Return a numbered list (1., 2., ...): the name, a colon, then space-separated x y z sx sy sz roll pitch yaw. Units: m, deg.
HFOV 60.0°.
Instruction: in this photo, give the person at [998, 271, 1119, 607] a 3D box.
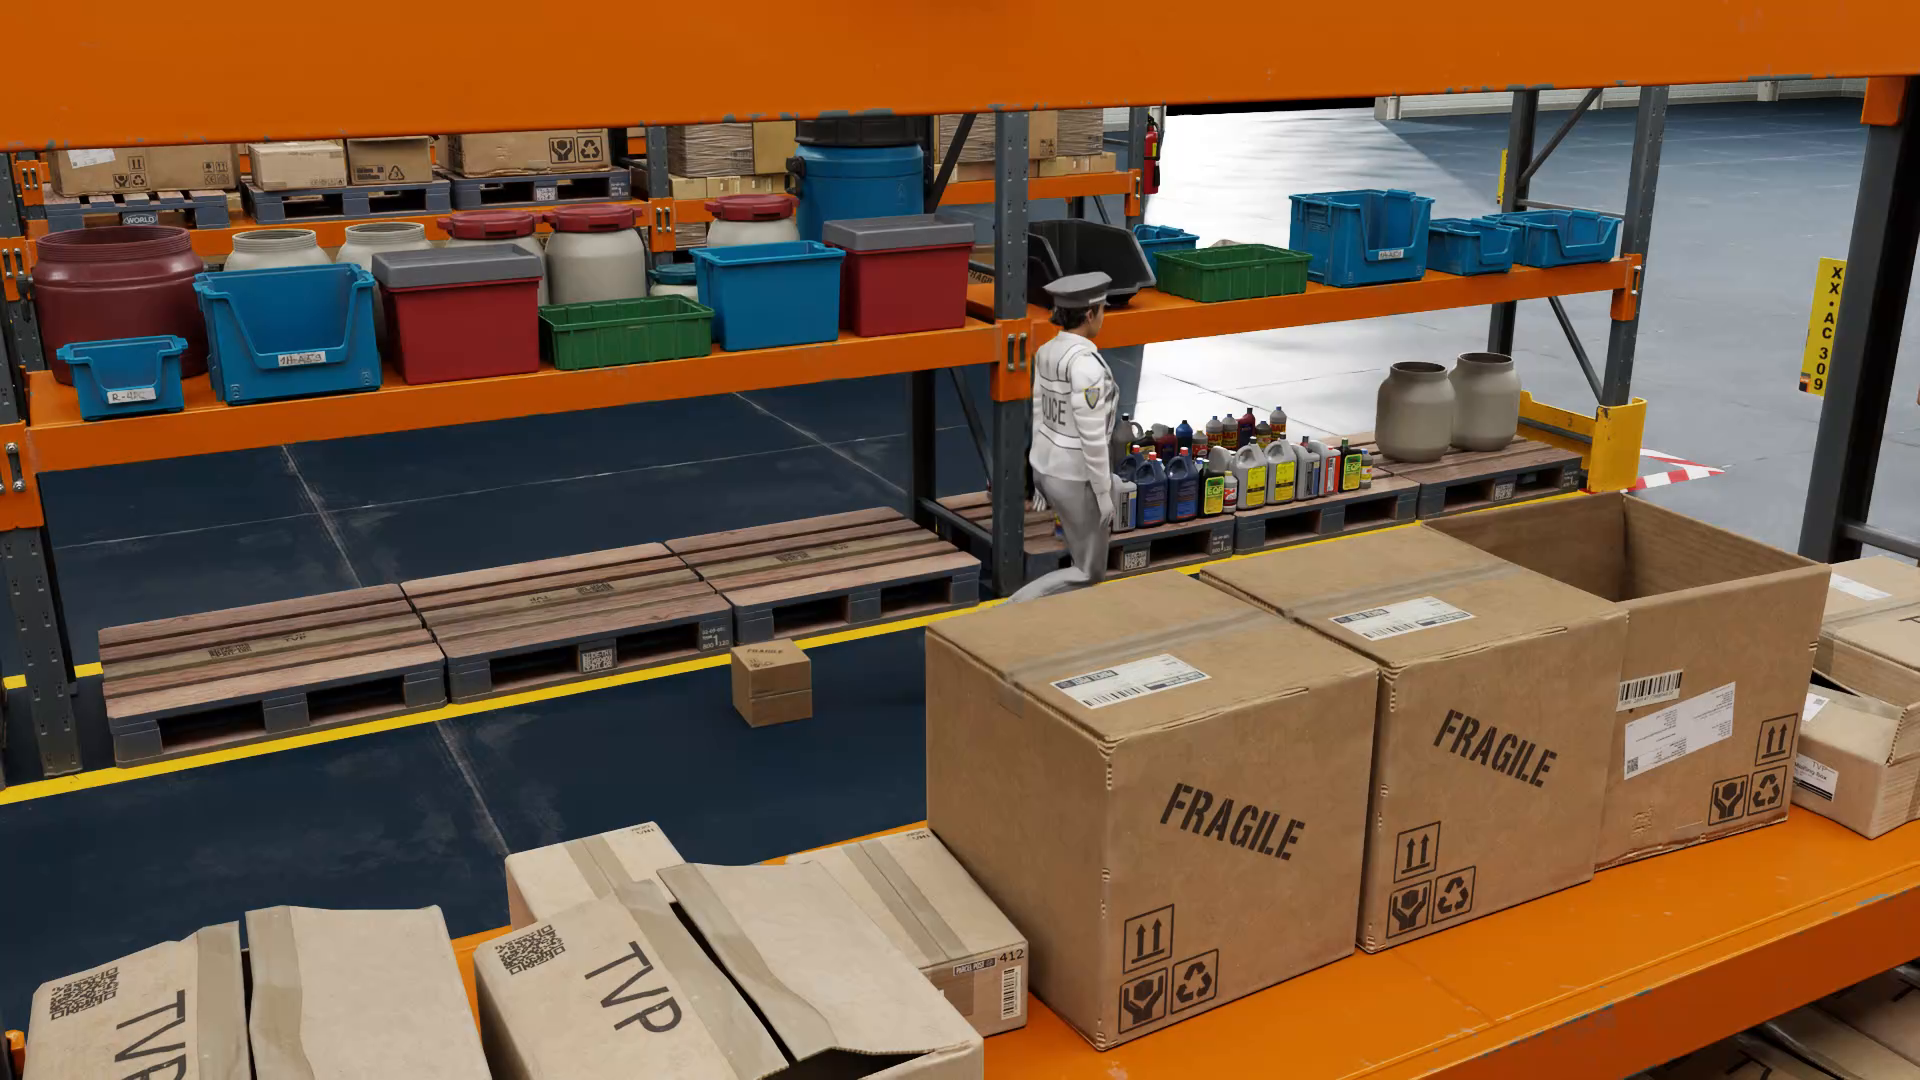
1. person: 0.396 -0.244 6.707 0.696 1.644 0.489 -5 19 -15
